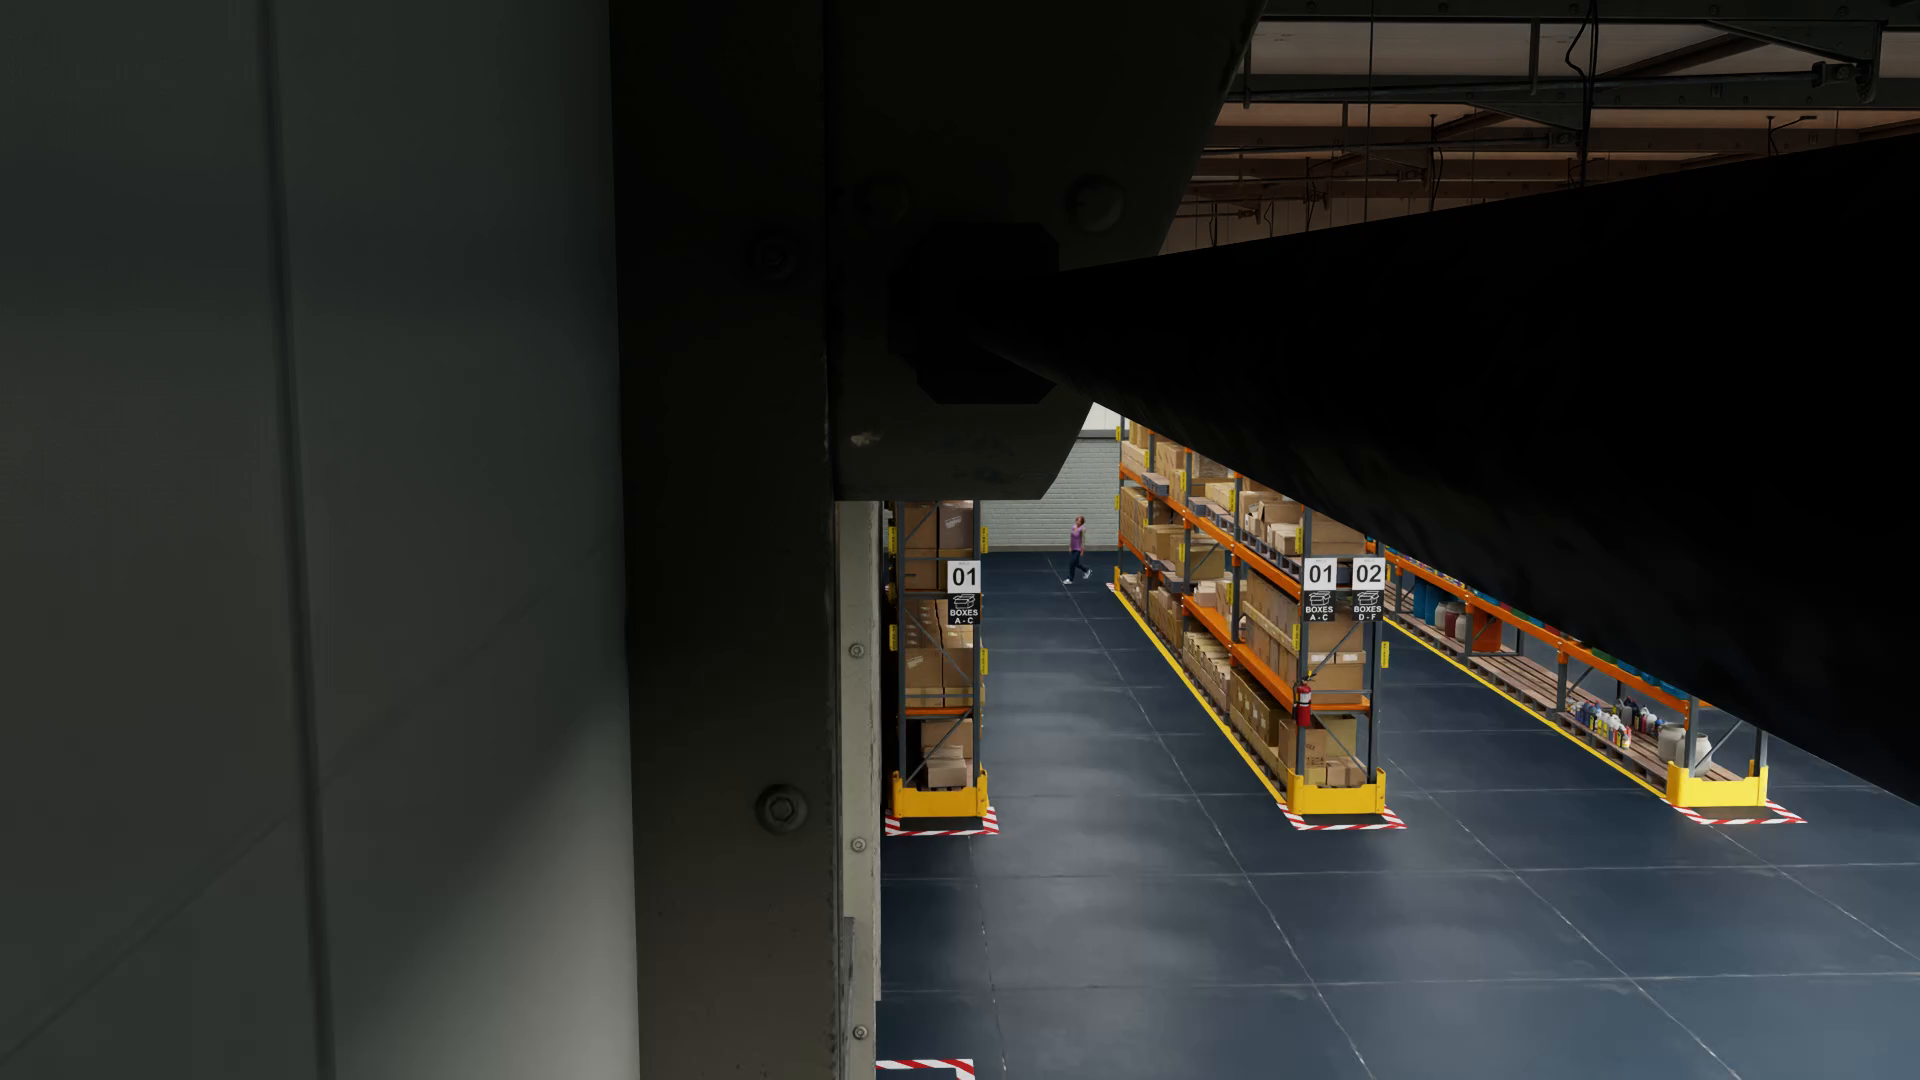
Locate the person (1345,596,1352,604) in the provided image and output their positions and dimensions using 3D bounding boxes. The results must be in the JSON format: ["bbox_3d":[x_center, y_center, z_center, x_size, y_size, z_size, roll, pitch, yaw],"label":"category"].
[{"bbox_3d":[8.111,0.477,34.630,0.567,1.728,1.136,4,9,27],"label":"person"}]

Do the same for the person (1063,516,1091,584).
[{"bbox_3d":[2.679,0.267,37.173,0.787,1.430,0.434,-5,10,-30],"label":"person"}]
